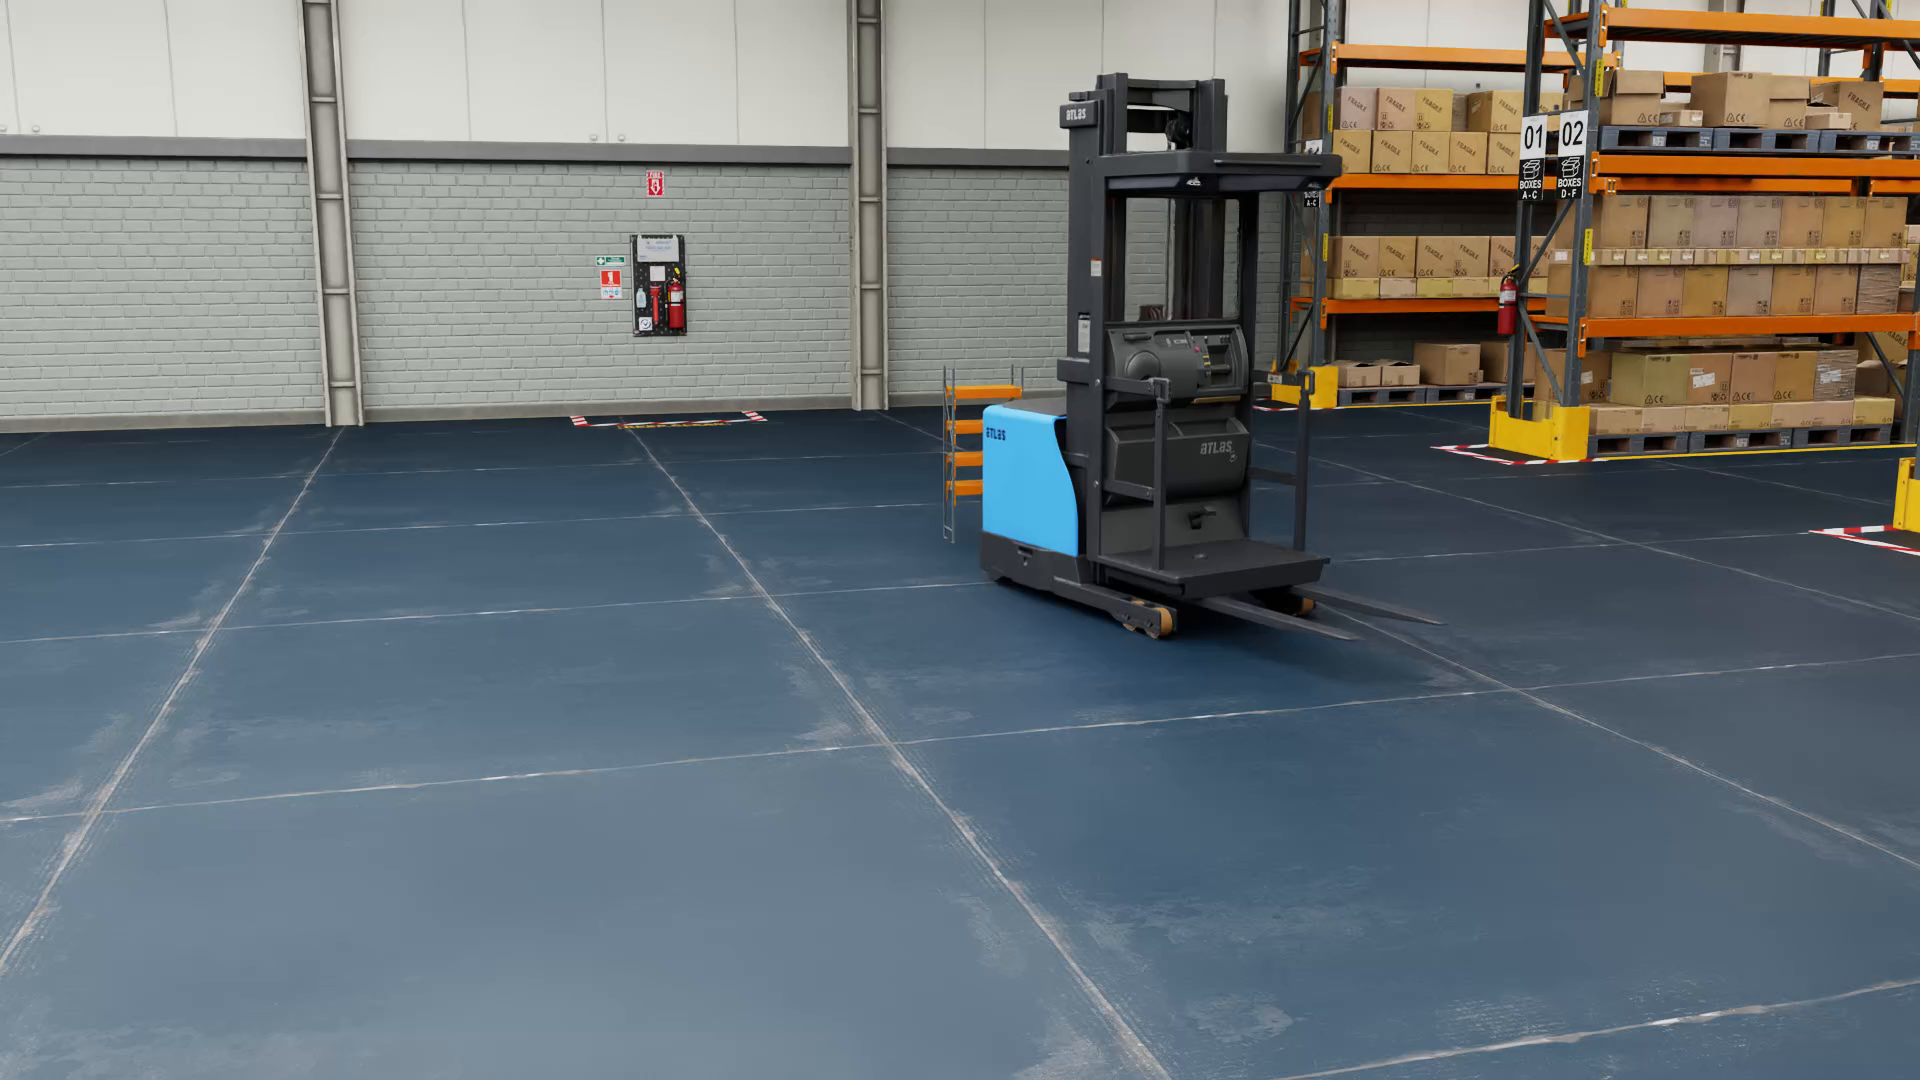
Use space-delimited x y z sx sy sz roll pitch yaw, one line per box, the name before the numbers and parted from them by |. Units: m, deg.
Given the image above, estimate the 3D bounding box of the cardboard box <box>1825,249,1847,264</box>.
cardboard box | 8.523 -2.807 16.442 0.250 0.149 0.380 -3 11 -16

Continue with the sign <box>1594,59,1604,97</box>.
sign | 5.774 -4.174 15.017 0.005 0.325 0.100 -3 11 -16

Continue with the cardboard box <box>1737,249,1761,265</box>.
cardboard box | 7.538 -2.755 16.159 0.250 0.149 0.380 -3 11 -15

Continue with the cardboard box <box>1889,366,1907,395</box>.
cardboard box | 9.932 -1.637 17.039 0.500 0.311 0.500 -3 11 -16

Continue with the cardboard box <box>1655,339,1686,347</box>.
cardboard box | 9.261 -2.452 22.271 0.500 0.500 0.700 -3 11 -17

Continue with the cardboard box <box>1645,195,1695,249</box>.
cardboard box | 6.631 -3.066 16.055 0.500 0.500 0.700 -3 11 -17

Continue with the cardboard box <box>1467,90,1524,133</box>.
cardboard box | 6.650 -5.286 20.596 0.500 0.500 0.500 -3 11 -18

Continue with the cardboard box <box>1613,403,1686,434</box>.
cardboard box | 6.681 -1.195 16.190 0.500 0.250 0.500 -3 11 -16

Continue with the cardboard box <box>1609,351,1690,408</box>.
cardboard box | 6.681 -1.564 16.120 0.500 0.500 0.500 -3 11 -16

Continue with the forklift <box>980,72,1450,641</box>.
forklift | 1.321 -1.021 8.997 1.130 2.935 3.031 -6 12 -31

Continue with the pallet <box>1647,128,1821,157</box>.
pallet | 7.484 -3.852 16.146 1.213 0.211 1.003 -3 11 -16

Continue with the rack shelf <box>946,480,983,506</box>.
rack shelf | 0.159 -0.337 11.531 0.480 0.148 0.258 -3 11 -16

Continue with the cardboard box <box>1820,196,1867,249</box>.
cardboard box | 8.556 -3.167 16.606 0.500 0.500 0.700 -3 11 -16

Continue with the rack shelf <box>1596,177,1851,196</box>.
rack shelf | 9.997 -4.613 22.020 4.000 0.370 1.077 -3 11 -16

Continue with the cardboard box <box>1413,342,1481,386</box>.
cardboard box | 6.192 -2.251 21.180 0.500 0.500 0.700 -4 11 -20

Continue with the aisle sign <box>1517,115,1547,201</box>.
aisle sign | 5.479 -3.653 15.925 0.004 0.787 0.394 -3 11 -16

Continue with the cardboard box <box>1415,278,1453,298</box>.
cardboard box | 5.779 -3.147 20.714 0.500 0.250 0.500 -3 11 -17

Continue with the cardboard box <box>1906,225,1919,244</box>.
cardboard box | 12.941 -4.172 22.701 0.500 0.250 0.500 -3 11 -17

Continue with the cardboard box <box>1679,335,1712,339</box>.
cardboard box | 9.699 -2.836 22.285 0.500 0.250 0.500 -3 11 -18

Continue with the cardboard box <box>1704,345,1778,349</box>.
cardboard box | 7.972 -1.733 17.037 0.500 0.500 0.500 -3 11 -16

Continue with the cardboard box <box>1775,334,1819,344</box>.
cardboard box | 11.241 -2.534 22.716 0.500 0.500 0.700 -3 11 -15

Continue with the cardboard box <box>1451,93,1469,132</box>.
cardboard box | 6.063 -5.356 20.976 0.500 0.500 0.500 -3 11 -16

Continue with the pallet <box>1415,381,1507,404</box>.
pallet | 6.269 -1.916 21.373 1.213 0.211 1.003 -3 11 -16

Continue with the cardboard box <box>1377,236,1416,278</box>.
cardboard box | 5.256 -3.488 20.495 0.500 0.500 0.500 -3 11 -16

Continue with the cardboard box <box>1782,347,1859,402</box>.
cardboard box | 8.598 -1.668 16.683 0.500 0.500 0.500 -3 11 -16

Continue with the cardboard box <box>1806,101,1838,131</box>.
cardboard box | 8.389 -4.229 16.648 0.500 0.311 0.500 -4 11 -19

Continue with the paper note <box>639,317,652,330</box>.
paper note | -3.667 -2.521 19.390 0.142 0.148 0.016 -3 11 -16

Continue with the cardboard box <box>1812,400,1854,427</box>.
cardboard box | 8.598 -1.298 16.749 0.500 0.250 0.500 -3 11 -16

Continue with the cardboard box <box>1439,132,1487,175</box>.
cardboard box | 6.159 -4.774 20.579 0.500 0.500 0.500 -2 11 -12

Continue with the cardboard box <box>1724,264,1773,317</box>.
cardboard box | 7.562 -2.476 16.436 0.500 0.500 0.700 -3 11 -14

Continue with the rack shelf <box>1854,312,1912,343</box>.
rack shelf | 11.385 -2.277 17.615 4.000 0.370 1.077 -3 11 -16

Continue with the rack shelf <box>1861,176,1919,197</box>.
rack shelf | 11.385 -3.752 17.344 4.000 0.370 1.077 -3 11 -16

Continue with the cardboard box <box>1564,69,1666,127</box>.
cardboard box | 6.178 -4.157 15.723 0.637 0.503 0.797 -2 11 -12

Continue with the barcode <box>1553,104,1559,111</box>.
barcode | 5.780 -4.187 16.115 0.075 0.075 0.001 -3 11 -16

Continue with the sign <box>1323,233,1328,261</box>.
sign | 4.388 -3.519 19.987 0.005 0.325 0.100 -3 11 -16

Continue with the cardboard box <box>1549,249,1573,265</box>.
cardboard box | 5.938 -2.747 16.118 0.250 0.149 0.380 -3 11 -17

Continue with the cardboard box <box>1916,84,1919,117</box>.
cardboard box | 10.068 -4.530 16.769 0.500 0.500 0.500 -3 11 -15

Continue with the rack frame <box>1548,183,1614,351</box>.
rack frame | 8.077 -3.390 21.677 0.127 3.000 1.000 -3 11 -16

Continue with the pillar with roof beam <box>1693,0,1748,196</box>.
pillar with roof beam | 11.631 -5.879 18.628 0.400 9.000 9.100 -3 11 -16

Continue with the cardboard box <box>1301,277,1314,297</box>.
cardboard box | 4.631 -3.181 20.901 0.500 0.250 0.500 -3 11 -15

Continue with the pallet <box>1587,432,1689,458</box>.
pallet | 6.347 -1.001 16.403 1.213 0.211 1.003 -3 11 -16

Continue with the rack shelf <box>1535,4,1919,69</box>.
rack shelf | 7.545 -4.828 16.009 4.000 0.370 1.077 -3 11 -16

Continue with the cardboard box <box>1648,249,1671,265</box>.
cardboard box | 6.554 -2.704 15.880 0.250 0.149 0.380 -3 11 -16

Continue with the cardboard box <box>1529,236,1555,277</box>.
cardboard box | 7.232 -3.591 21.056 0.500 0.500 0.500 -3 11 -16

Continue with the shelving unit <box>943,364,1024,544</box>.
shelving unit | 0.159 -0.598 11.483 0.503 1.200 0.258 -3 11 -16

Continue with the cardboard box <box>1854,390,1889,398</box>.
cardboard box | 9.782 -1.455 17.599 0.500 0.250 0.500 -3 11 -16

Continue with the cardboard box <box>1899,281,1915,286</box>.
cardboard box | 12.822 -3.465 22.723 0.250 0.149 0.380 -3 11 -14

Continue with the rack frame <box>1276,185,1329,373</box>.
rack frame | 4.236 -3.188 20.577 0.127 3.000 1.000 -3 11 -16

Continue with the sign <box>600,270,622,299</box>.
sign | -4.037 -2.959 19.236 0.234 0.329 0.001 -3 11 -16
